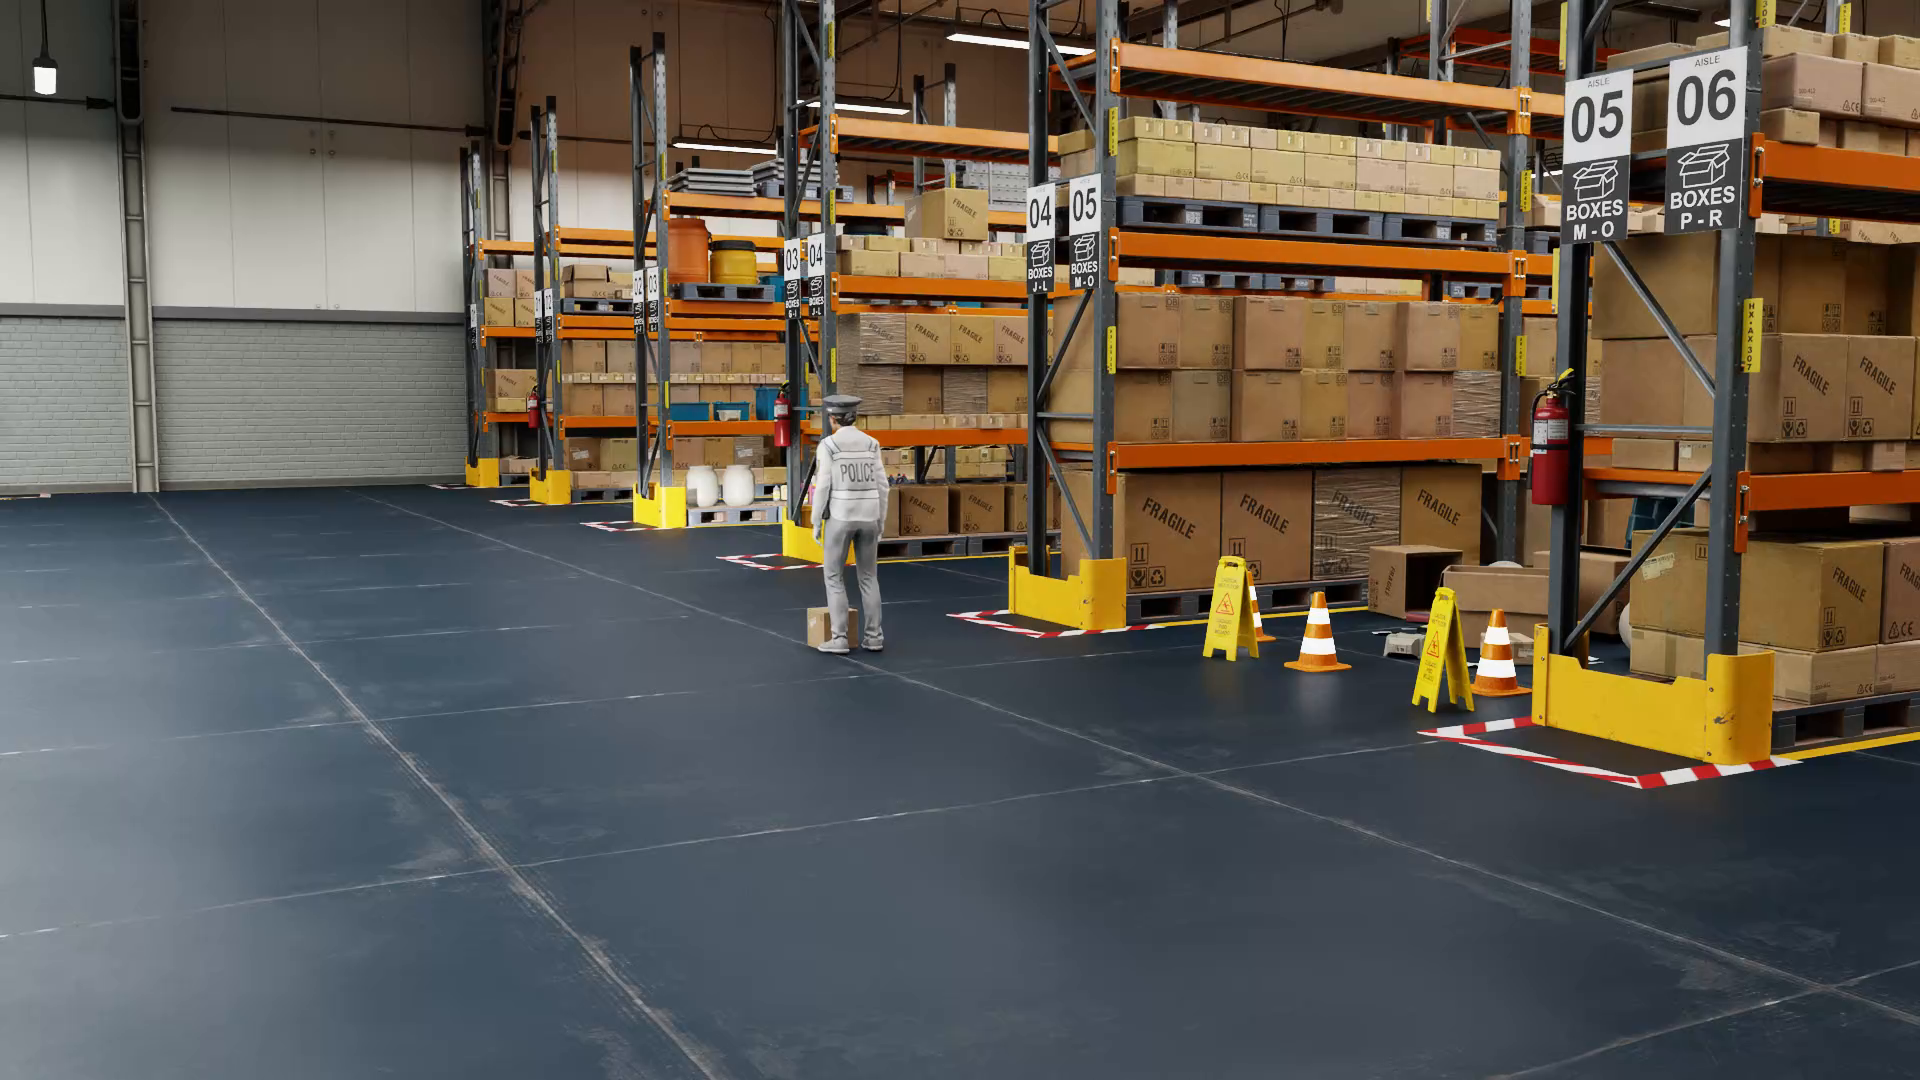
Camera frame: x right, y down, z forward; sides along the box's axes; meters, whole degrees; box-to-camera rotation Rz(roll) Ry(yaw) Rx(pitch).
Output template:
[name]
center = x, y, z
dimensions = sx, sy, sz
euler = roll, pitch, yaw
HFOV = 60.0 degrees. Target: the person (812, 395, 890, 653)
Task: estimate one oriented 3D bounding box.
[person]
center = -0.712, -0.103, 10.732
dimensions = 0.527, 1.663, 0.376
euler = -3, 6, -29
